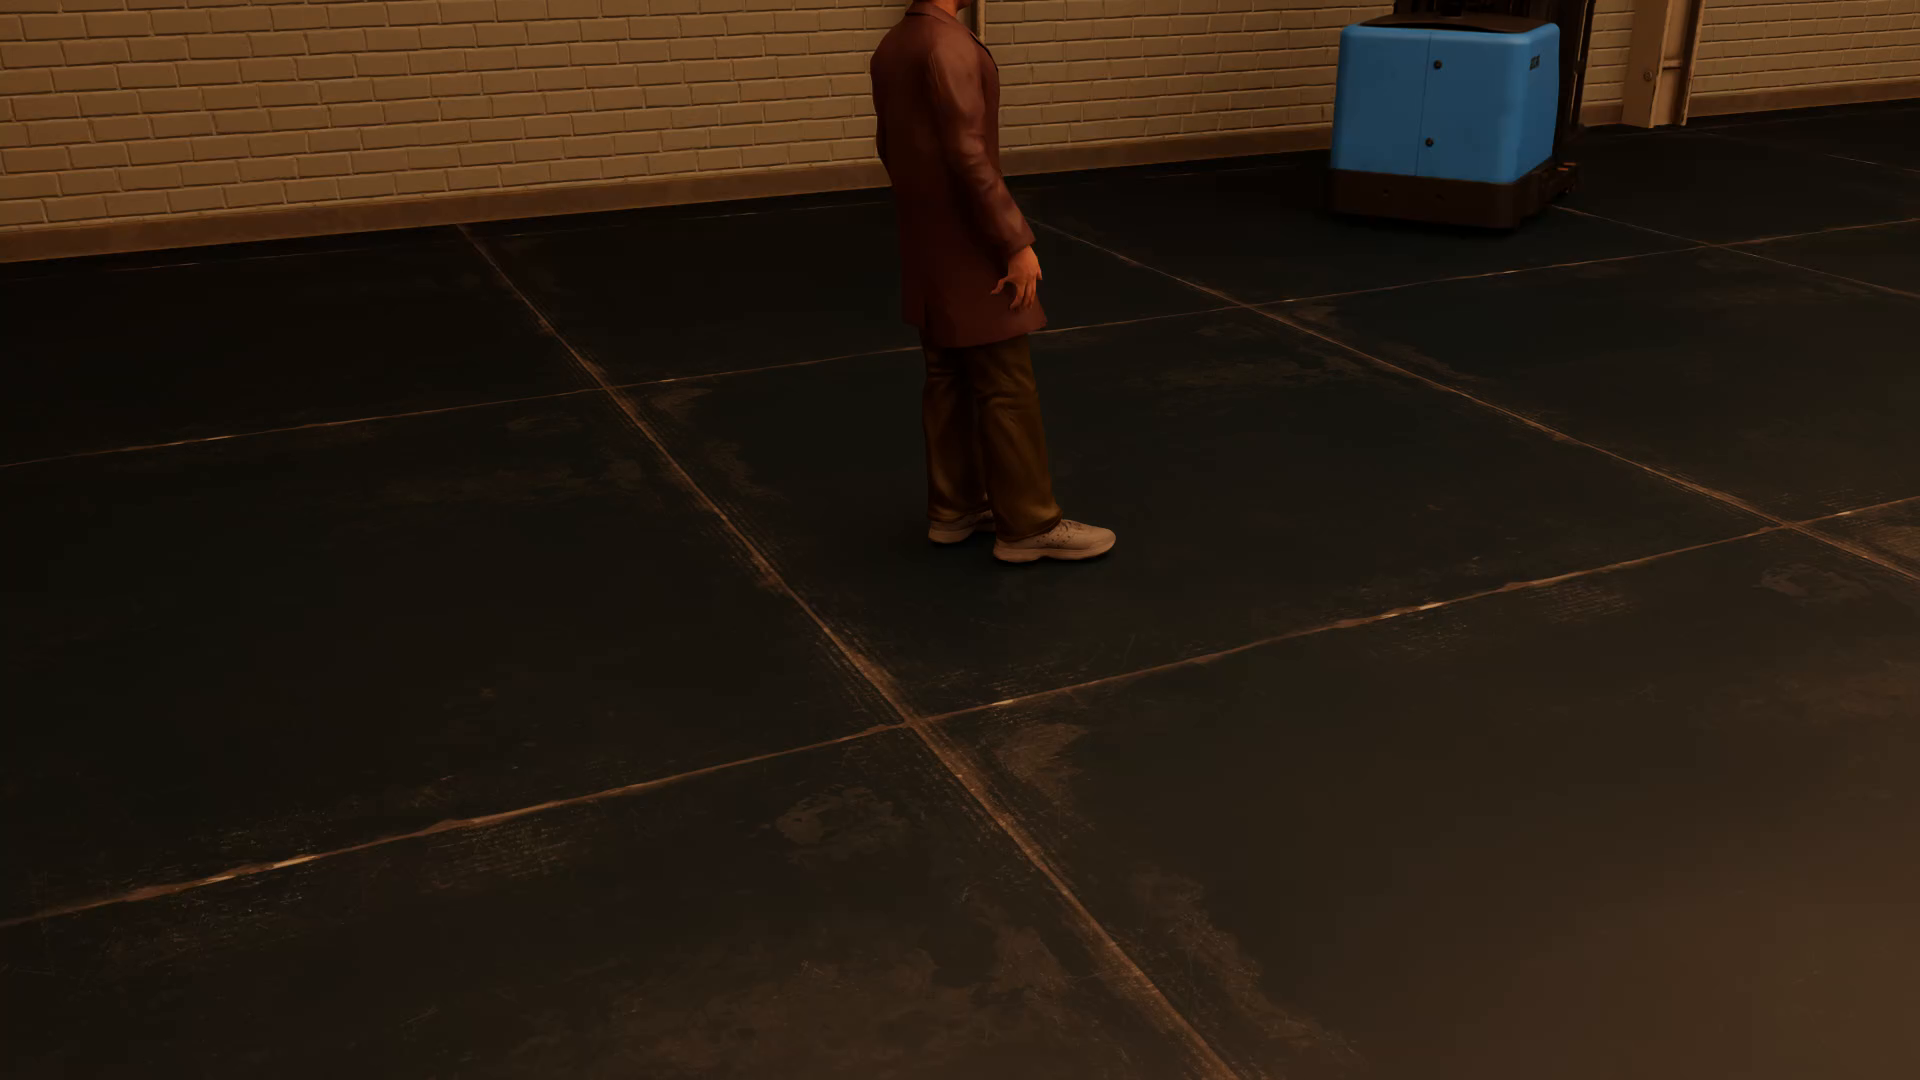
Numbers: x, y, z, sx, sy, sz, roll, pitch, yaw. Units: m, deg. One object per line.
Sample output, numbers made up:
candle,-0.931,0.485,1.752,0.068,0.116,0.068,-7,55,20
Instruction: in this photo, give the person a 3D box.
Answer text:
person,0.084,-0.841,4.794,0.582,1.776,0.696,-10,25,-23

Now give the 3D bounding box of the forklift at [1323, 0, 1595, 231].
forklift,3.224,-3.553,9.840,1.130,2.935,3.031,12,26,27
